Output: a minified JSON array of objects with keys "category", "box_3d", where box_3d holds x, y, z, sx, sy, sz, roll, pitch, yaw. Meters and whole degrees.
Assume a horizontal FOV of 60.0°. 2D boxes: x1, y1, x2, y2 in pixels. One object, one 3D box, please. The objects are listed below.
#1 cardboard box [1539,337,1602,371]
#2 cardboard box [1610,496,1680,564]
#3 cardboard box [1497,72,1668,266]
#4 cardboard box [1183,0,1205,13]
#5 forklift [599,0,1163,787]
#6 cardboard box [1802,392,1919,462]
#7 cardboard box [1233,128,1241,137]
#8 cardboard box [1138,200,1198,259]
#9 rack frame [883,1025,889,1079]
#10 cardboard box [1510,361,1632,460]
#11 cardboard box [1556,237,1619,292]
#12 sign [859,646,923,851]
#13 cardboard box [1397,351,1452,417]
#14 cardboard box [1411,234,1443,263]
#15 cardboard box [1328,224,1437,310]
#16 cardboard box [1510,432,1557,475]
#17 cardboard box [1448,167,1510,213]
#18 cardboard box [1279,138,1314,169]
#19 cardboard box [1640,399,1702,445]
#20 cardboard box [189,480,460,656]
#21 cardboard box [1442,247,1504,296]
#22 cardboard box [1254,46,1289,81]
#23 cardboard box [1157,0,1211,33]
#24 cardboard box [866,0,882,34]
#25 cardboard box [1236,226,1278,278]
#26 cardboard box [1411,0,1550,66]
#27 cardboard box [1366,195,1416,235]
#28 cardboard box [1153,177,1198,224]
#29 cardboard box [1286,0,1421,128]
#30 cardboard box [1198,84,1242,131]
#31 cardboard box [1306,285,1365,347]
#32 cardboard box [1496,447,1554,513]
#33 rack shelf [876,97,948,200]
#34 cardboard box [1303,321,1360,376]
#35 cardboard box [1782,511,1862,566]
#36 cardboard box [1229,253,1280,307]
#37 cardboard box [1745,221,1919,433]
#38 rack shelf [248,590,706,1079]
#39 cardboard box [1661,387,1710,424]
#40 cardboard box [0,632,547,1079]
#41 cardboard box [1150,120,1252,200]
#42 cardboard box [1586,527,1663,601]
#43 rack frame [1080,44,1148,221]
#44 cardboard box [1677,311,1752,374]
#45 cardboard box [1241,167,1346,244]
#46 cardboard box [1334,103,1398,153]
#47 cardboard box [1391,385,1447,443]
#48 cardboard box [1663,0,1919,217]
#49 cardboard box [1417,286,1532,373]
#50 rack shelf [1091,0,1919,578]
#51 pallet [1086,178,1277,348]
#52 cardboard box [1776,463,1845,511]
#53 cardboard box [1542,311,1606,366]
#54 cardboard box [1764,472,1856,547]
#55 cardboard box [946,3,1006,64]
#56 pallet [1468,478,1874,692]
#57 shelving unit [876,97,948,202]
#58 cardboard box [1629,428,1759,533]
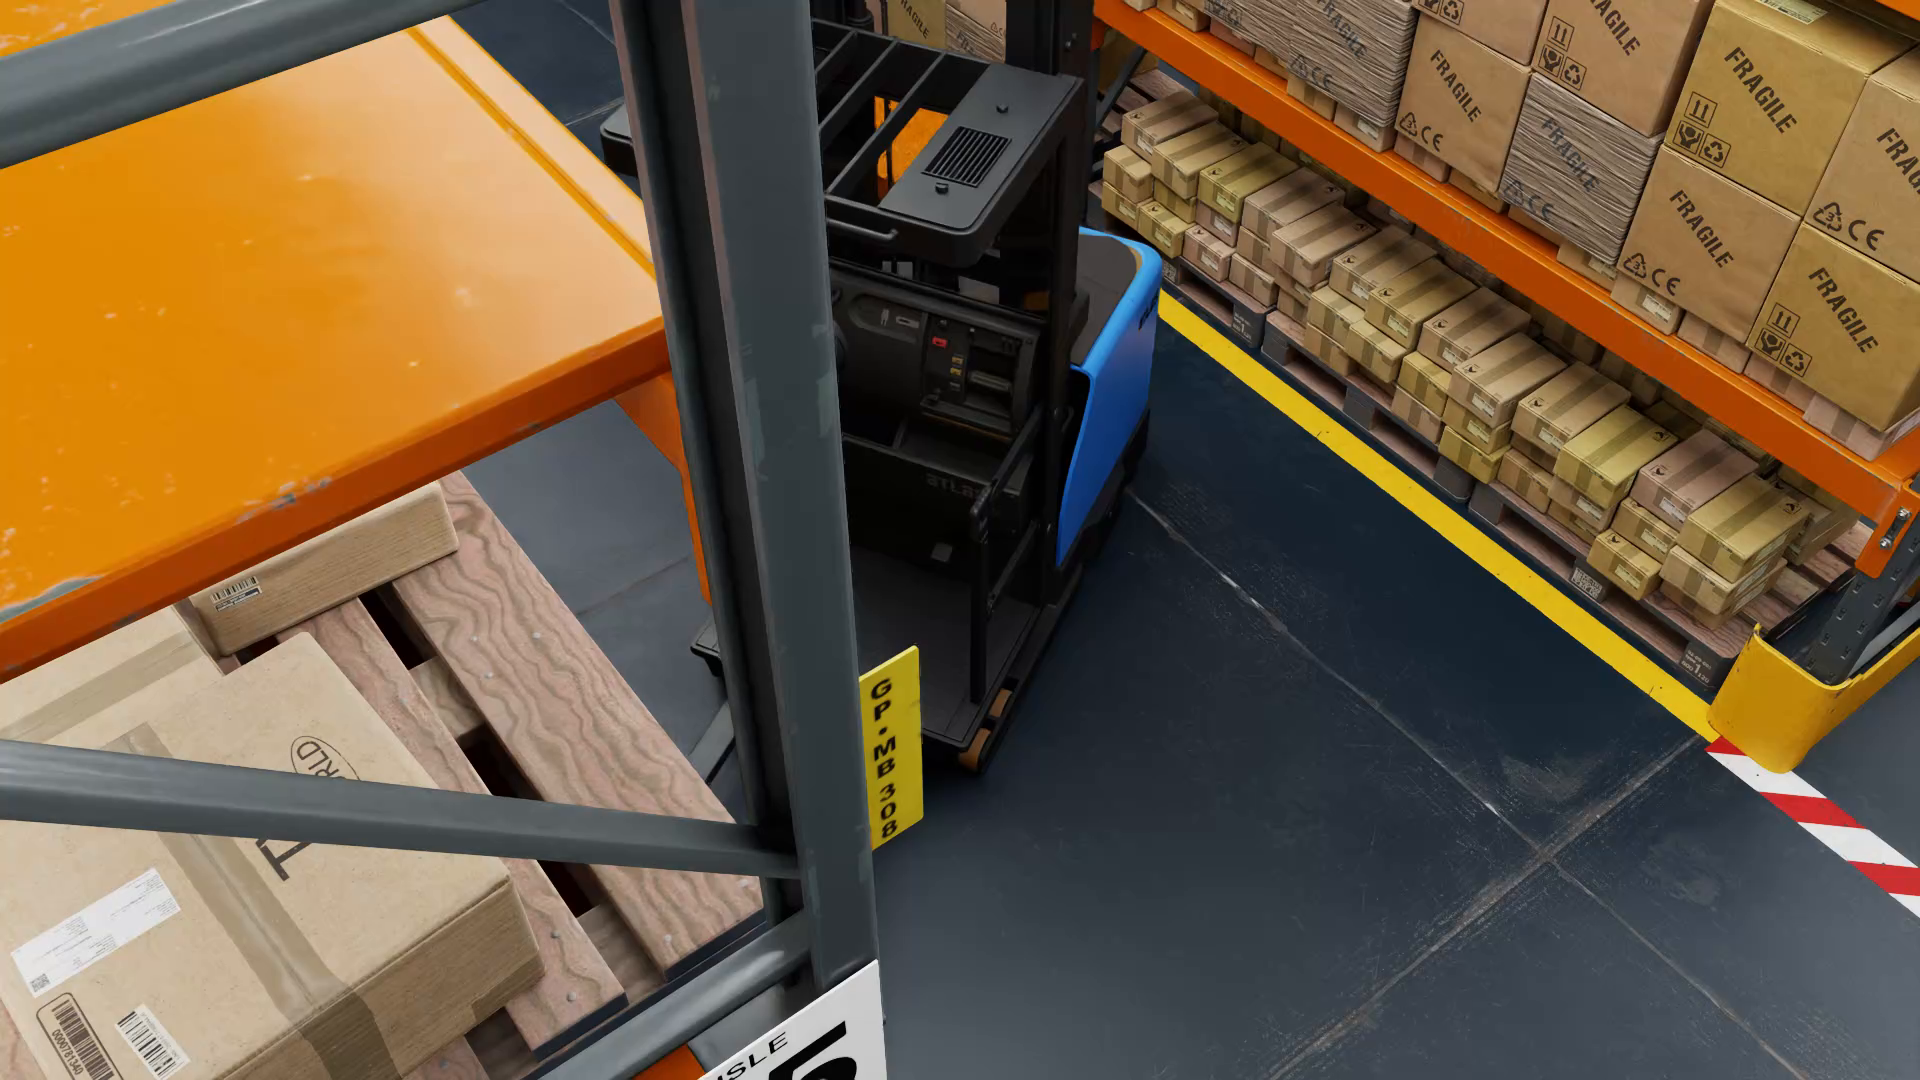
[{"category":"cardboard box","box_3d":[2.591,-0.778,6.869,0.380,0.149,0.250,-32,55,-26]},{"category":"cardboard box","box_3d":[2.686,-0.110,6.264,0.380,0.149,0.250,-31,55,-25]},{"category":"cardboard box","box_3d":[2.249,-1.349,5.679,0.500,0.500,0.500,-29,54,-24]},{"category":"cardboard box","box_3d":[1.026,-2.552,6.770,0.500,0.500,0.500,-30,55,-25]},{"category":"forklift","box_3d":[-0.281,-0.523,5.245,1.130,2.935,3.031,18,50,16]},{"category":"cardboard box","box_3d":[2.926,-0.446,5.298,0.380,0.149,0.250,-29,54,-24]},{"category":"cardboard box","box_3d":[1.370,-2.064,8.035,0.380,0.149,0.250,-28,54,-23]},{"category":"cardboard box","box_3d":[1.052,-1.491,7.717,0.380,0.149,0.250,-28,54,-23]},{"category":"rack frame","box_3d":[-0.530,1.815,3.079,1.000,3.000,0.127,-29,54,-24]},{"category":"cardboard box","box_3d":[2.356,-0.498,6.415,0.380,0.149,0.250,-31,55,-25]},{"category":"cardboard box","box_3d":[2.332,-1.059,5.854,0.380,0.149,0.250,-32,55,-25]},{"category":"sign","box_3d":[-0.085,0.242,1.837,0.100,0.325,0.005,-29,54,-24]},{"category":"cardboard box","box_3d":[2.022,-0.696,6.796,0.380,0.149,0.250,-27,53,-22]},{"category":"cardboard box","box_3d":[2.110,-1.259,7.306,0.380,0.149,0.250,-32,55,-26]},{"category":"cardboard box","box_3d":[1.778,-1.141,6.998,0.380,0.149,0.250,-32,55,-25]},{"category":"cardboard box","box_3d":[2.405,-0.442,6.565,0.380,0.149,0.250,-30,54,-24]},{"category":"cardboard box","box_3d":[2.043,-1.394,6.158,0.380,0.149,0.250,-29,54,-23]},{"category":"cardboard box","box_3d":[1.692,-1.837,7.629,0.380,0.149,0.250,-30,54,-24]},{"category":"cardboard box","box_3d":[2.896,-0.464,6.585,0.380,0.149,0.250,-29,54,-24]},{"category":"cardboard box","box_3d":[-1.006,-0.027,2.543,0.380,0.149,0.250,-28,53,-23]},{"category":"cardboard box","box_3d":[2.261,-1.182,7.035,0.380,0.149,0.250,-29,54,-24]},{"category":"cardboard box","box_3d":[1.416,-2.010,6.716,0.380,0.149,0.250,-32,55,-25]},{"category":"cardboard box","box_3d":[1.053,-2.306,6.985,0.380,0.149,0.250,-28,54,-23]},{"category":"cardboard box","box_3d":[-0.340,-3.056,8.898,0.500,0.500,0.500,-31,55,-25]},{"category":"cardboard box","box_3d":[1.453,-1.353,7.391,0.380,0.149,0.250,-32,55,-26]},{"category":"cardboard box","box_3d":[1.922,-2.004,5.598,0.500,0.500,0.500,-31,55,-25]},{"category":"cardboard box","box_3d":[2.024,-1.531,7.352,0.380,0.149,0.250,-32,55,-26]},{"category":"cardboard box","box_3d":[1.116,-1.641,7.652,0.380,0.149,0.250,-29,54,-24]},{"category":"cardboard box","box_3d":[1.608,-1.950,6.224,0.500,0.500,0.500,-31,55,-25]},{"category":"cardboard box","box_3d":[1.349,-2.114,7.880,0.380,0.149,0.250,-28,54,-23]},{"category":"cardboard box","box_3d":[1.704,-1.003,7.073,0.380,0.149,0.250,-30,54,-24]},{"category":"cardboard box","box_3d":[2.376,-0.306,6.642,0.380,0.149,0.250,-29,54,-24]},{"category":"rack shelf","box_3d":[-0.400,-1.695,7.131,1.000,0.278,0.538,32,55,26]},{"category":"cardboard box","box_3d":[1.709,-0.901,7.182,0.380,0.149,0.250,-31,55,-25]},{"category":"cardboard box","box_3d":[3.286,-0.101,6.457,0.380,0.149,0.250,-28,54,-23]},{"category":"cardboard box","box_3d":[1.438,-1.241,7.490,0.380,0.149,0.250,-30,55,-25]},{"category":"cardboard box","box_3d":[2.872,-0.748,5.134,0.500,0.500,0.500,-28,54,-23]},{"category":"rack shelf","box_3d":[-1.741,-0.130,3.303,1.077,0.370,4.000,-29,54,-24]},{"category":"cardboard box","box_3d":[2.988,-0.624,6.529,0.380,0.149,0.250,-30,54,-24]},{"category":"cardboard box","box_3d":[-0.874,0.458,2.034,0.500,0.250,0.500,-34,56,-27]},{"category":"cardboard box","box_3d":[1.090,-1.722,7.524,0.380,0.149,0.250,-27,53,-22]},{"category":"cardboard box","box_3d":[2.627,0.028,6.339,0.380,0.149,0.250,-28,54,-23]},{"category":"rack frame","box_3d":[0.927,-2.824,7.284,1.000,3.000,0.127,-29,54,-24]},{"category":"cardboard box","box_3d":[2.642,-0.751,5.574,0.380,0.149,0.250,-30,54,-24]},{"category":"cardboard box","box_3d":[1.458,-1.451,7.279,0.380,0.149,0.250,-31,55,-25]},{"category":"cardboard box","box_3d":[1.674,-1.671,6.408,0.380,0.149,0.250,-27,53,-22]},{"category":"cardboard box","box_3d":[2.022,-0.598,6.907,0.380,0.149,0.250,-28,54,-23]},{"category":"cardboard box","box_3d":[2.567,-1.391,5.042,0.500,0.500,0.500,-31,55,-25]},{"category":"cardboard box","box_3d":[2.077,-0.836,6.722,0.380,0.149,0.250,-31,55,-25]},{"category":"rack shelf","box_3d":[2.138,-1.403,6.481,1.077,0.370,4.000,-29,54,-24]},{"category":"pallet","box_3d":[1.361,-1.507,7.972,1.003,0.211,1.213,-29,54,-24]},{"category":"cardboard box","box_3d":[3.302,-0.310,6.244,0.380,0.149,0.250,-32,55,-26]},{"category":"cardboard box","box_3d":[2.612,-0.901,6.780,0.380,0.149,0.250,-27,53,-23]},{"category":"cardboard box","box_3d":[3.236,-0.173,6.321,0.380,0.149,0.250,-27,53,-23]},{"category":"cardboard box","box_3d":[0.278,-2.448,8.348,0.500,0.500,0.500,-30,55,-25]},{"category":"pallet","box_3d":[2.839,-0.068,6.668,1.003,0.211,1.213,-29,54,-24]},{"category":"shelving unit","box_3d":[-0.400,-1.498,7.348,1.048,1.125,0.538,32,55,26]},{"category":"cardboard box","box_3d":[2.720,-0.221,6.164,0.380,0.149,0.250,-28,54,-23]}]
